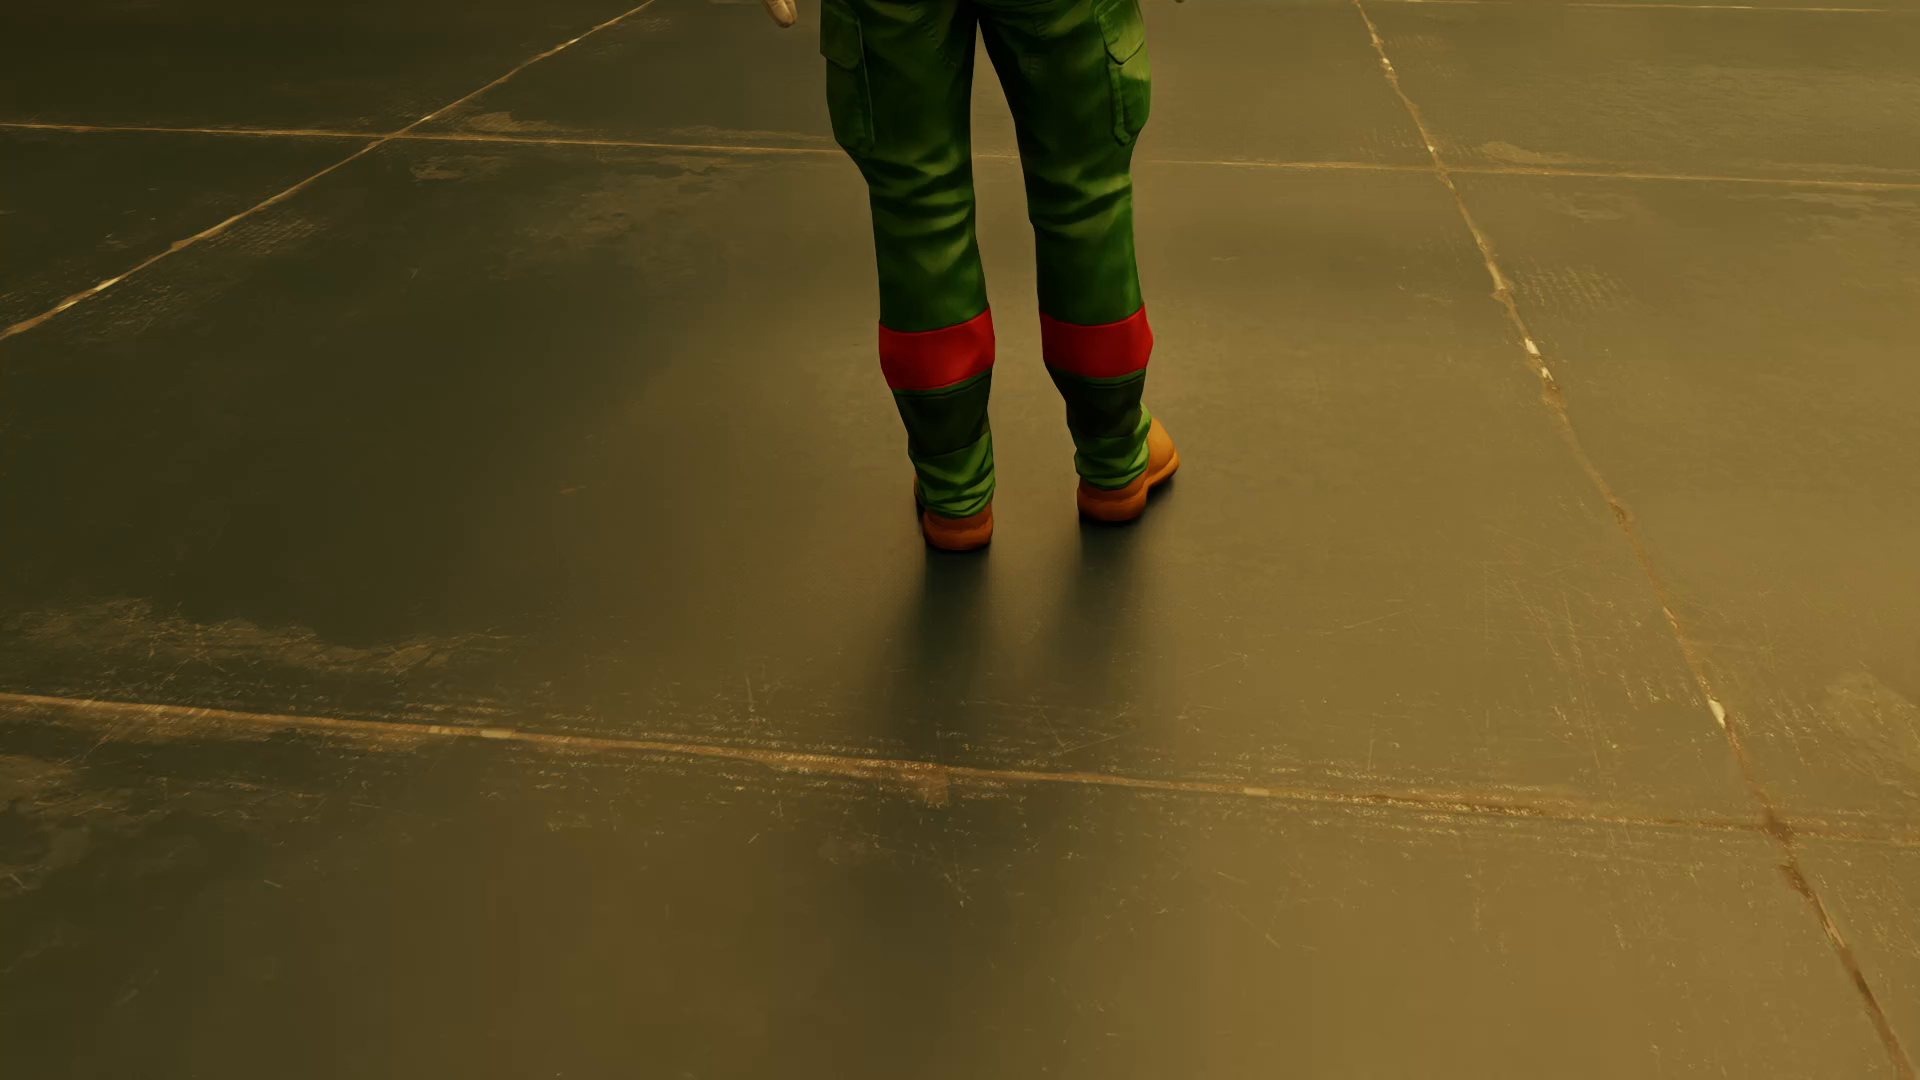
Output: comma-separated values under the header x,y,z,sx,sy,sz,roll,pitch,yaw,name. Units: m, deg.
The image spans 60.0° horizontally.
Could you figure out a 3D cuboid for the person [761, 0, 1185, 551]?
x,y,z,sx,sy,sz,roll,pitch,yaw,name
0.023,-0.843,2.169,0.637,1.790,0.558,3,27,7,person
